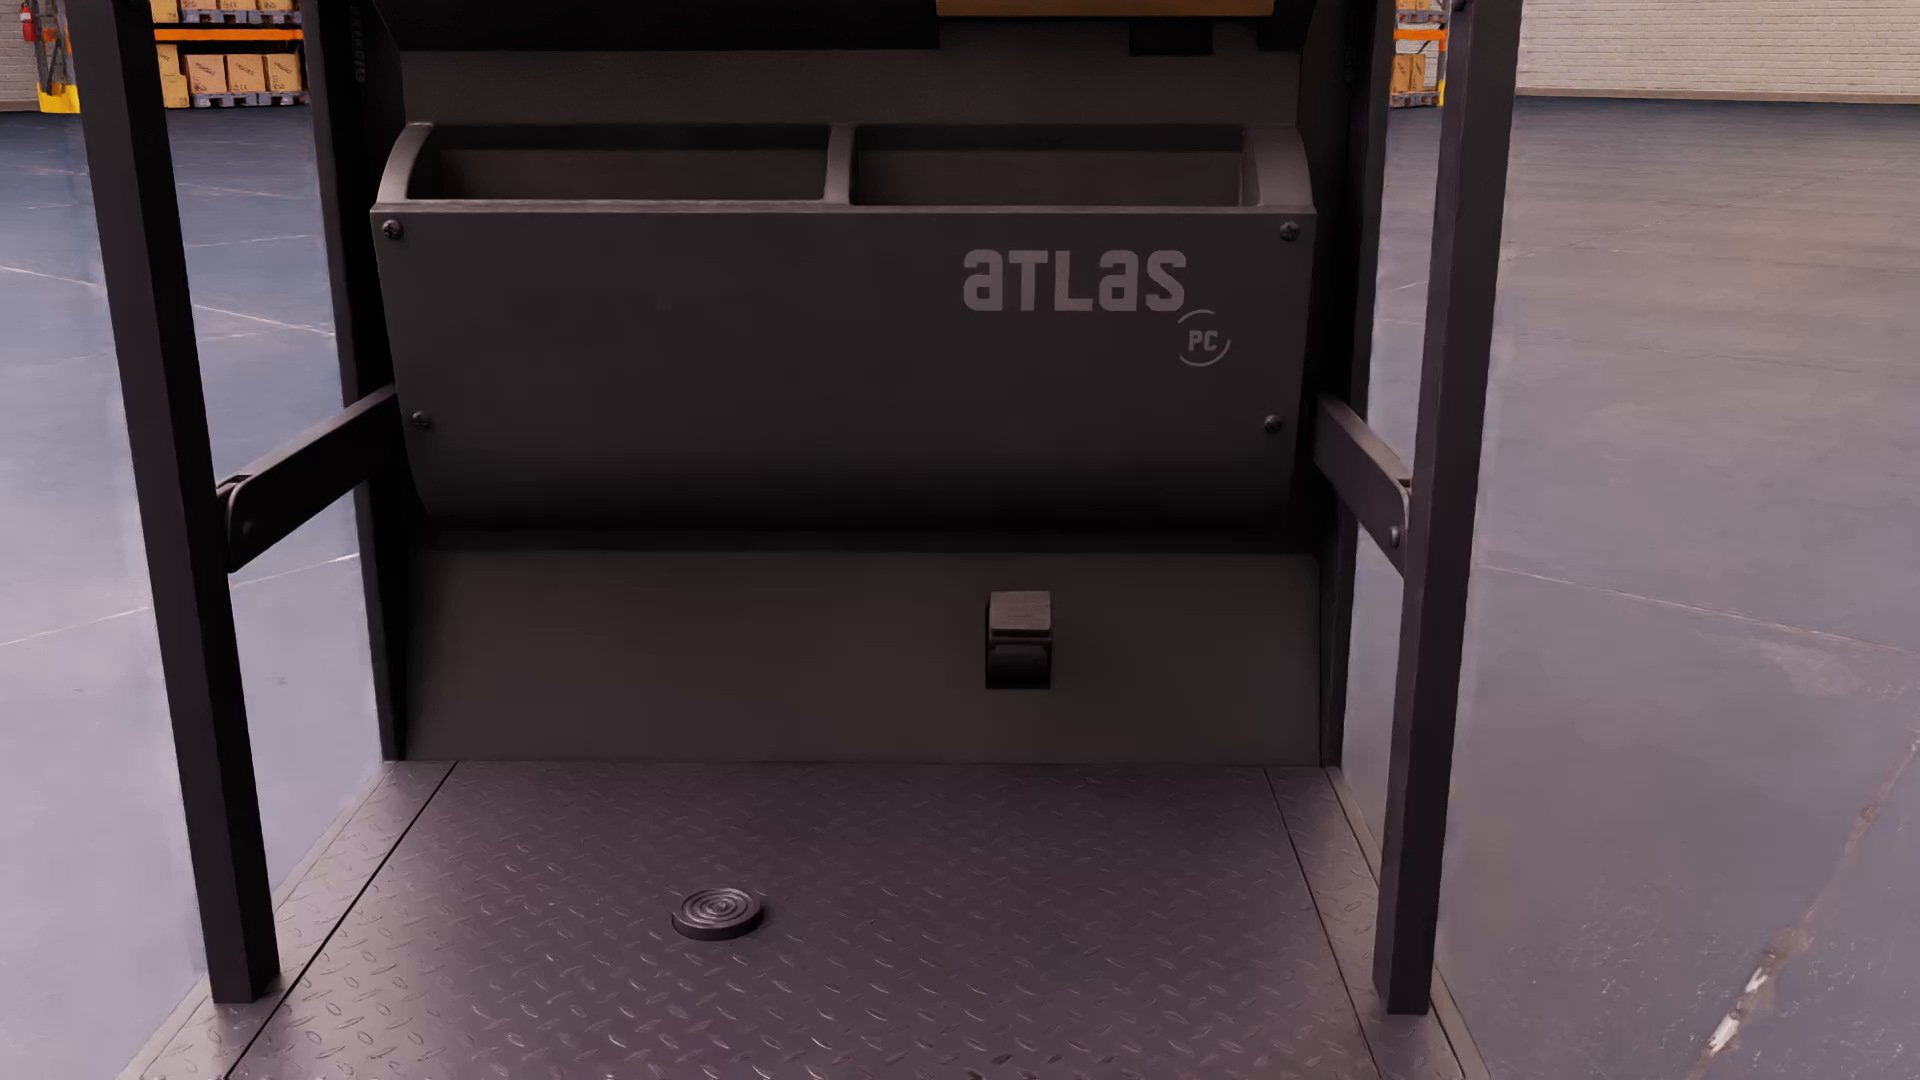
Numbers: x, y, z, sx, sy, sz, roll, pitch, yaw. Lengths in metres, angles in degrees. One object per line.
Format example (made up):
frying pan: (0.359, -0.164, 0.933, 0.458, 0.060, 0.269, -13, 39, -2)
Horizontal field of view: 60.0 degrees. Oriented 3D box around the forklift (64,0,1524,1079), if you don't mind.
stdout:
forklift: (-0.116, -0.747, 1.357, 1.130, 2.935, 3.031, 0, 17, 1)
